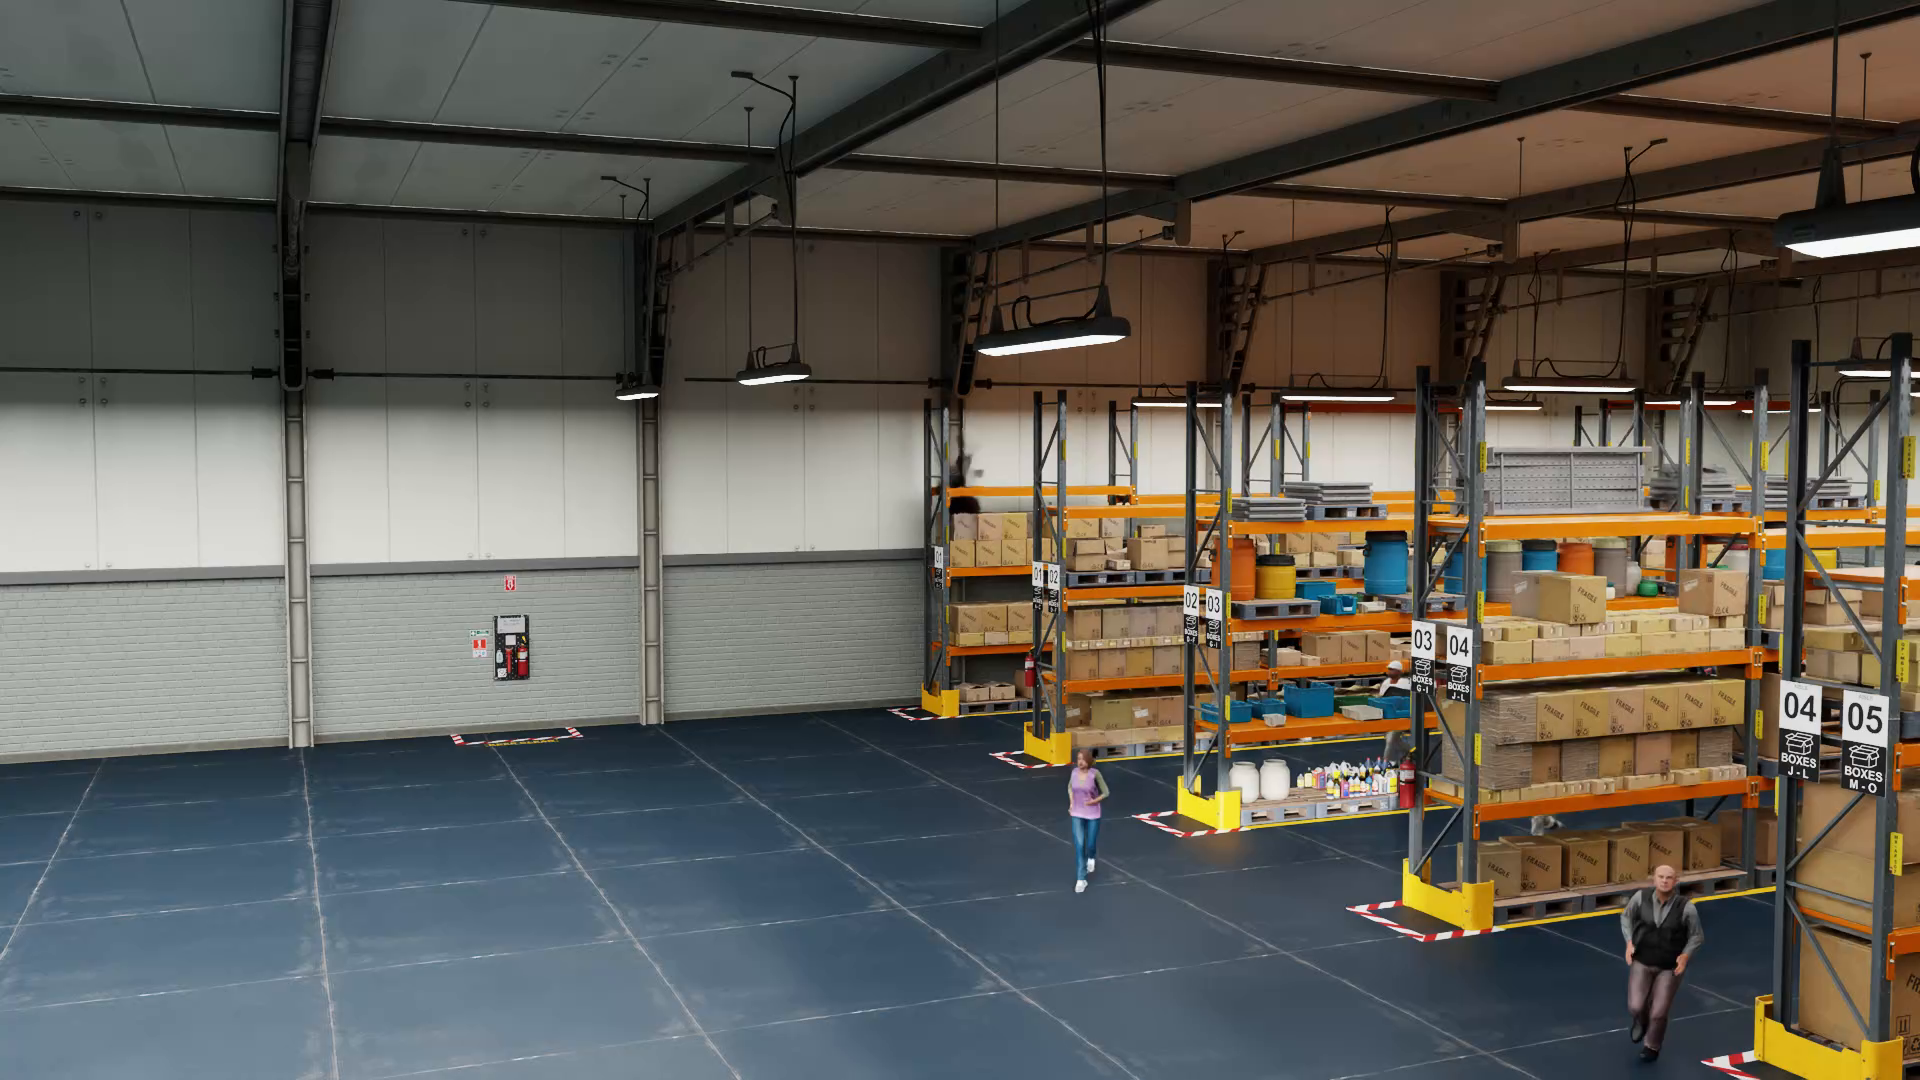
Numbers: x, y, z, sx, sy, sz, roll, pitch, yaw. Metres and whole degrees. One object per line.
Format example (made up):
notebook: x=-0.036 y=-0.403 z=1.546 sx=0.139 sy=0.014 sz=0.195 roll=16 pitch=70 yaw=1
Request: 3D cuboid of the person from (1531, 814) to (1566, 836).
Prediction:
person: x=7.278 y=3.071 z=20.604 sx=0.873 sy=1.758 sz=0.643 roll=-2 pitch=4 yaw=-32

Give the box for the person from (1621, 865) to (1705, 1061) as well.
person: x=5.827 y=3.527 z=13.841 sx=0.664 sy=1.666 sz=0.550 roll=2 pitch=4 yaw=31

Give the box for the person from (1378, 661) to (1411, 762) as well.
person: x=6.697 y=2.736 z=25.652 sx=0.991 sy=1.758 sz=0.701 roll=-2 pitch=4 yaw=-25

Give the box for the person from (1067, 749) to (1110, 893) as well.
person: x=1.485 y=3.229 z=19.381 sx=0.528 sy=1.604 sz=0.802 roll=1 pitch=4 yaw=16
